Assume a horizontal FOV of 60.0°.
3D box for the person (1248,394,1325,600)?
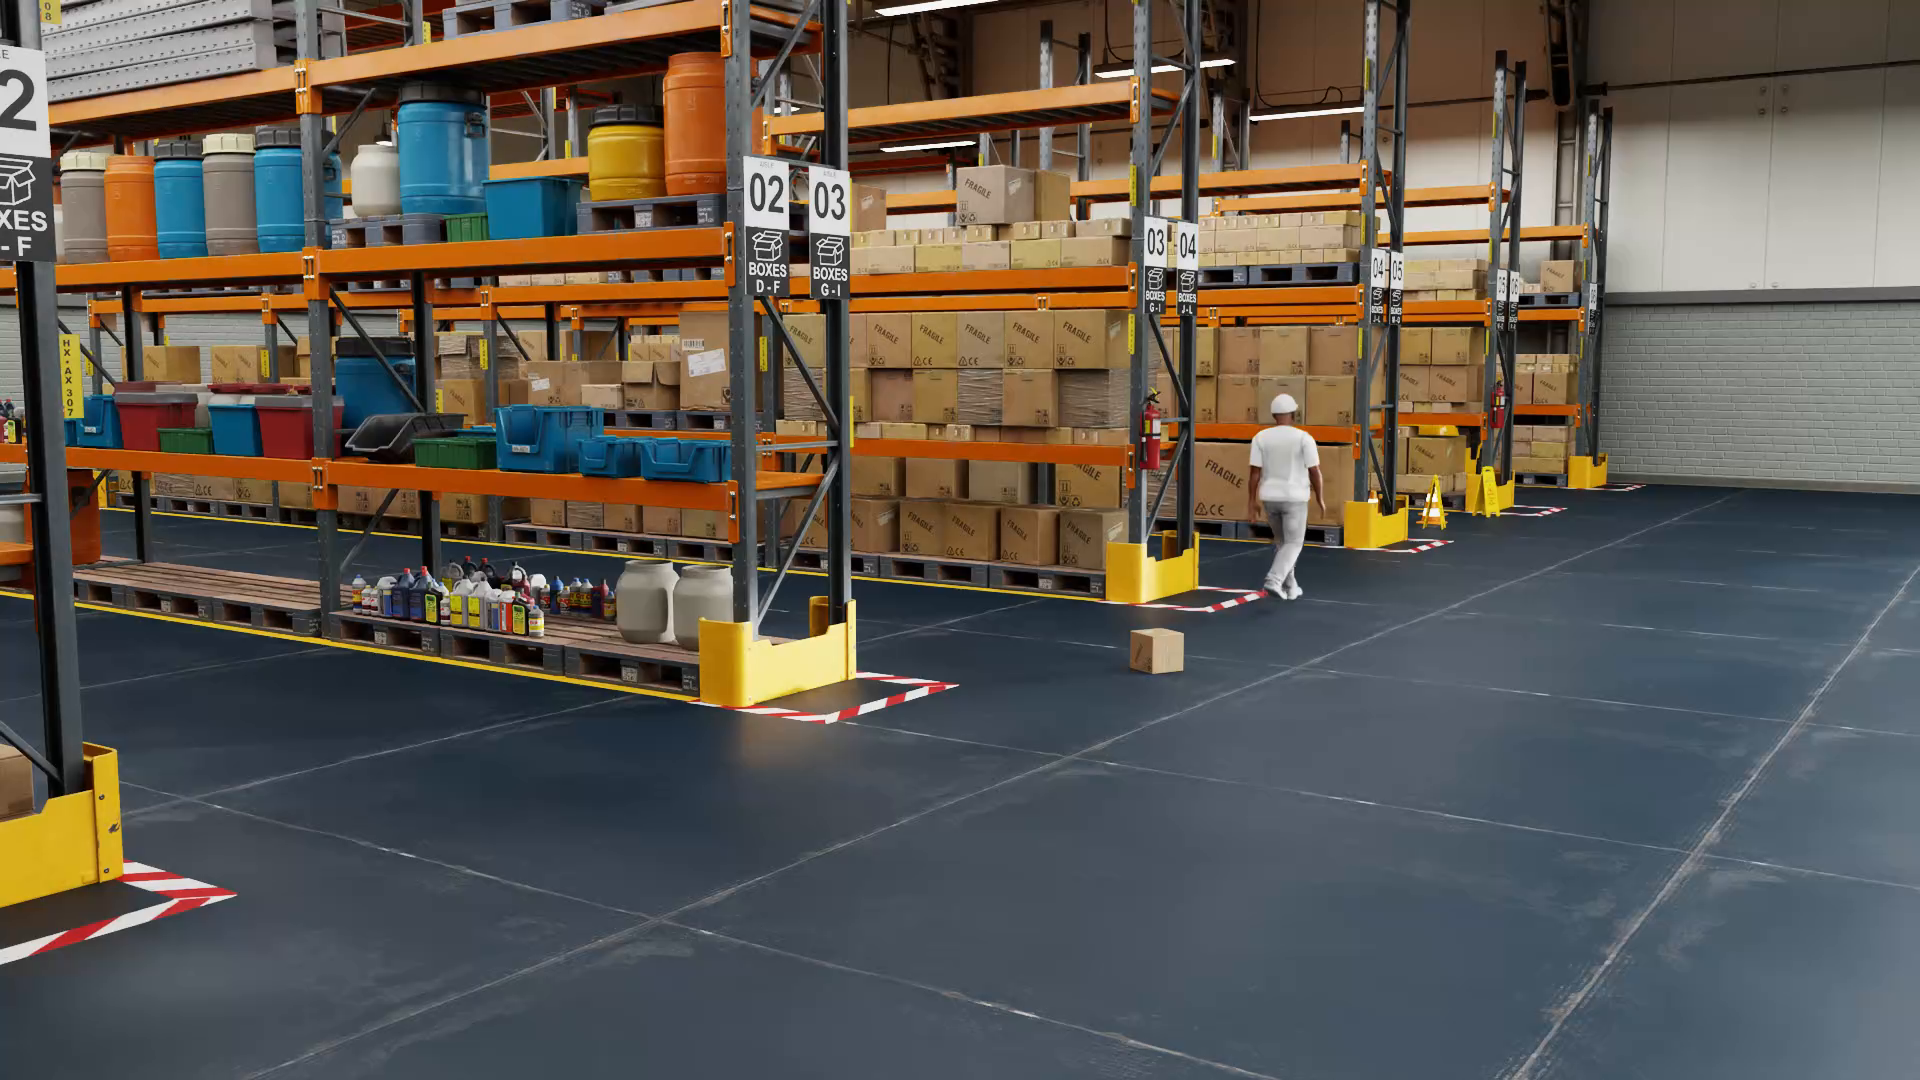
[{"bbox_3d":[2.685,-0.335,13.720,0.581,1.733,0.963,4,8,34],"label":"person"}]
